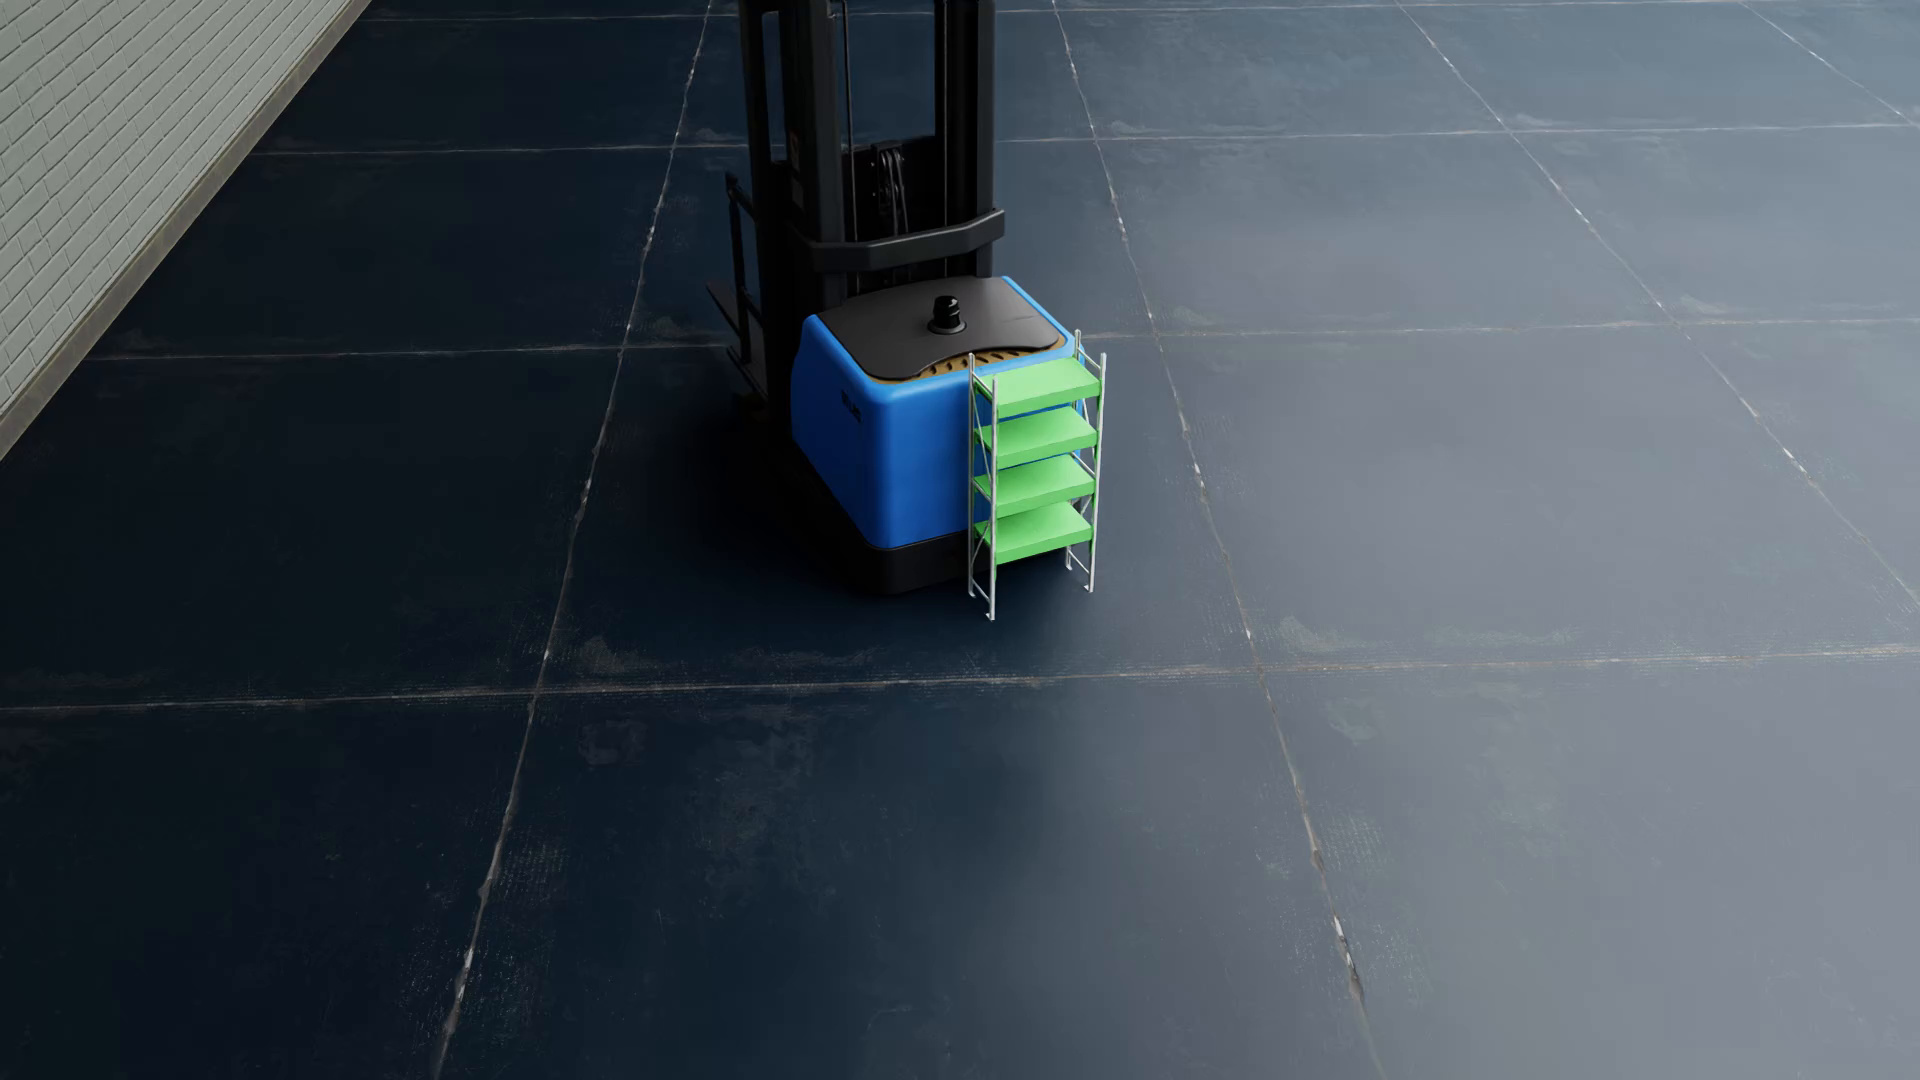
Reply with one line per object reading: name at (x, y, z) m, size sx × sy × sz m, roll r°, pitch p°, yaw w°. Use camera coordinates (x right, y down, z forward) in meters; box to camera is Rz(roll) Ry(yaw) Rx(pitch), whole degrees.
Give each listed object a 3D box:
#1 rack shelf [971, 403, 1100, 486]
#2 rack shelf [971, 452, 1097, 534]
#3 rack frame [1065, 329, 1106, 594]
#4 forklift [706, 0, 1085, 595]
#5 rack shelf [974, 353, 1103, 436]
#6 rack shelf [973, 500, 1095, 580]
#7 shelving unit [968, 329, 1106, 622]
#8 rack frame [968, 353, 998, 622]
rack shelf at (0.313, -0.404, 6.970) m, size 0.480 × 0.148 × 0.258 m, roll -15°, pitch 37°, yaw -20°
rack shelf at (0.313, -0.207, 7.107) m, size 0.480 × 0.148 × 0.258 m, roll -15°, pitch 37°, yaw -20°
rack frame at (0.534, -0.318, 7.155) m, size 0.015 × 1.200 × 0.240 m, roll -15°, pitch 37°, yaw -20°
forklift at (-0.519, -1.793, 7.765) m, size 1.130 × 2.935 × 3.031 m, roll -14°, pitch 37°, yaw -20°
rack shelf at (0.313, -0.602, 6.834) m, size 0.480 × 0.148 × 0.258 m, roll -15°, pitch 37°, yaw -20°
rack shelf at (0.313, -0.010, 7.243) m, size 0.480 × 0.148 × 0.258 m, roll -15°, pitch 37°, yaw -20°
shelving unit at (0.313, -0.259, 7.070) m, size 0.503 × 1.200 × 0.258 m, roll -15°, pitch 37°, yaw -20°
rack frame at (0.092, -0.201, 6.986) m, size 0.015 × 1.200 × 0.240 m, roll -15°, pitch 37°, yaw -20°
